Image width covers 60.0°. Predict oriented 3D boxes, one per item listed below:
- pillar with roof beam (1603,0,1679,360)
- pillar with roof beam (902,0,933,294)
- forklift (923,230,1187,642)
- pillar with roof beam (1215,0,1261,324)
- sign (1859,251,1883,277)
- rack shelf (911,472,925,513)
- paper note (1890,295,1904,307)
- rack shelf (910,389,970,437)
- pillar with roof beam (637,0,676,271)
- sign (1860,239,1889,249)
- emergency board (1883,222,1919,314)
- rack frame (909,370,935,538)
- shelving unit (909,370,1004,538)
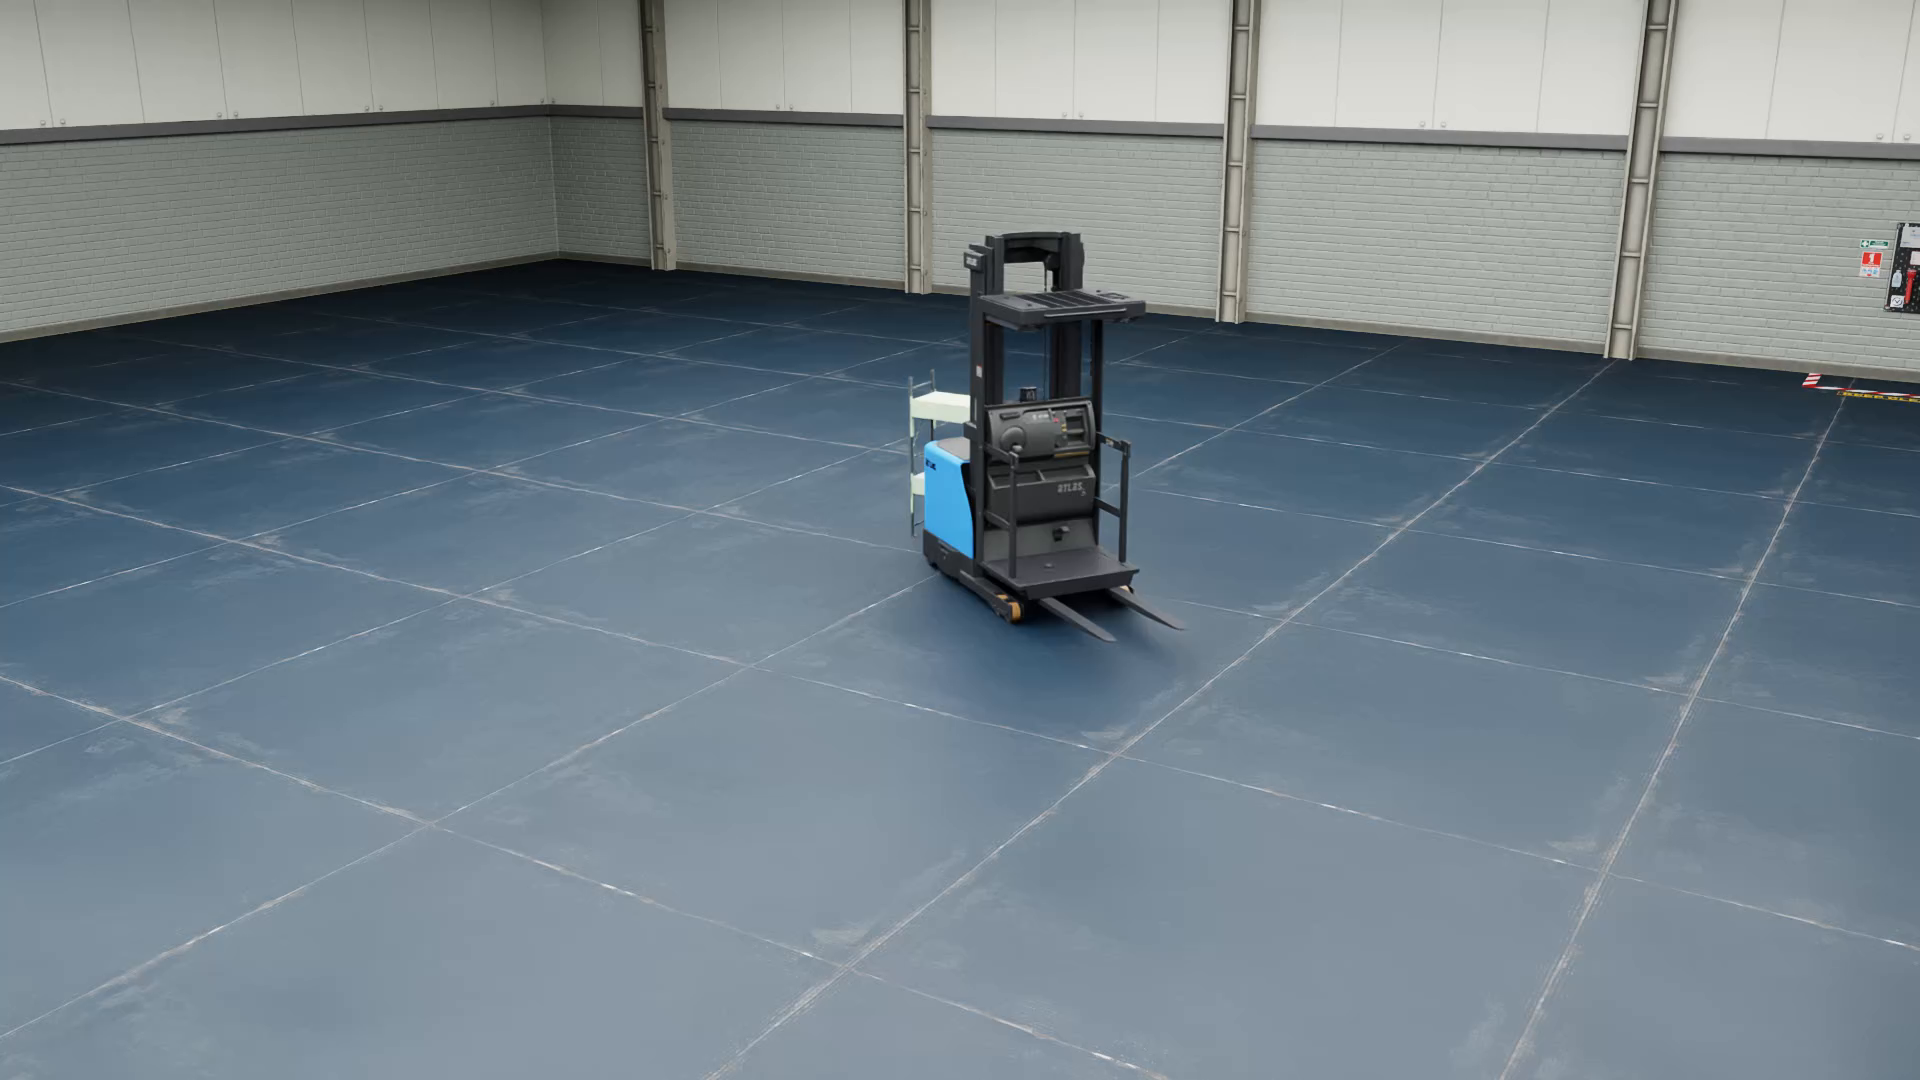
[{"bbox_3d":[7.233,-5.865,19.076,0.400,9.000,9.100,10,20,30],"label":"pillar with roof beam"},{"bbox_3d":[-2.993,-7.690,25.085,0.400,9.000,9.100,10,20,30],"label":"pillar with roof beam"},{"bbox_3d":[0.749,-0.893,13.147,1.130,2.935,3.031,-8,18,-24],"label":"forklift"},{"bbox_3d":[2.120,-6.778,22.080,0.400,9.000,9.100,10,20,30],"label":"pillar with roof beam"},{"bbox_3d":[12.095,-3.660,22.078,0.234,0.329,0.001,10,20,30],"label":"sign"},{"bbox_3d":[-0.034,-0.423,15.185,0.720,0.370,0.431,10,20,30],"label":"rack shelf"},{"bbox_3d":[12.398,-3.156,21.995,0.142,0.148,0.016,10,20,30],"label":"paper note"},{"bbox_3d":[-0.034,-1.109,14.976,0.720,0.370,0.431,10,20,30],"label":"rack shelf"},{"bbox_3d":[-8.106,-8.603,28.089,0.400,9.000,9.100,10,20,30],"label":"pillar with roof beam"},{"bbox_3d":[12.095,-3.911,21.991,0.331,0.109,0.001,10,20,30],"label":"sign"},{"bbox_3d":[12.513,-3.534,21.722,0.643,1.169,0.194,10,20,30],"label":"emergency board"},{"bbox_3d":[-0.347,-0.790,15.271,0.023,1.500,0.400,10,20,30],"label":"rack frame"},{"bbox_3d":[-0.034,-0.735,15.090,0.755,1.500,0.431,10,20,30],"label":"shelving unit"}]
